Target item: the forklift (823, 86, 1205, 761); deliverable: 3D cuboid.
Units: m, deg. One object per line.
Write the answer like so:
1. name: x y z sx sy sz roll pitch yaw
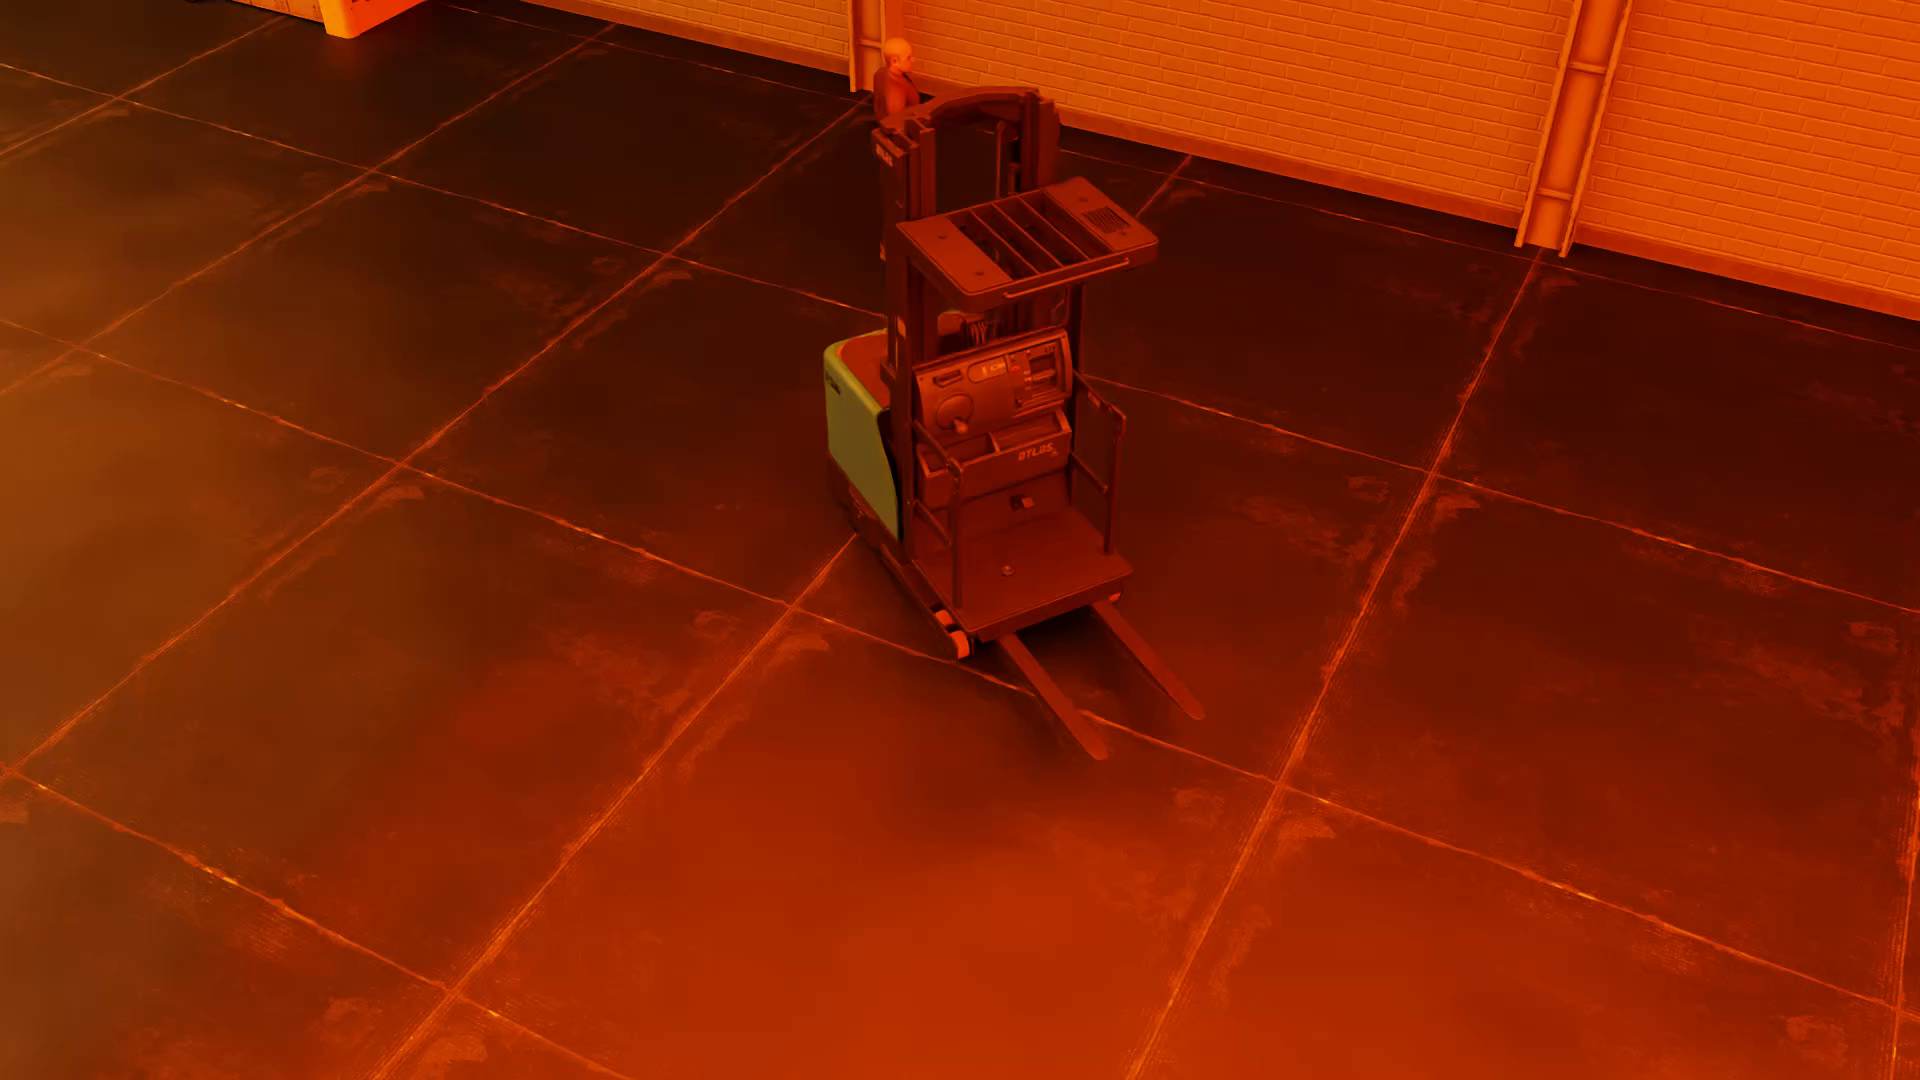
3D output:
1. forklift: 0.296 -0.775 8.907 1.130 2.935 3.031 -19 44 -21

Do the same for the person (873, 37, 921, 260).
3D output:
1. person: -0.393 -2.841 12.253 0.421 1.782 0.643 -11 41 -13
